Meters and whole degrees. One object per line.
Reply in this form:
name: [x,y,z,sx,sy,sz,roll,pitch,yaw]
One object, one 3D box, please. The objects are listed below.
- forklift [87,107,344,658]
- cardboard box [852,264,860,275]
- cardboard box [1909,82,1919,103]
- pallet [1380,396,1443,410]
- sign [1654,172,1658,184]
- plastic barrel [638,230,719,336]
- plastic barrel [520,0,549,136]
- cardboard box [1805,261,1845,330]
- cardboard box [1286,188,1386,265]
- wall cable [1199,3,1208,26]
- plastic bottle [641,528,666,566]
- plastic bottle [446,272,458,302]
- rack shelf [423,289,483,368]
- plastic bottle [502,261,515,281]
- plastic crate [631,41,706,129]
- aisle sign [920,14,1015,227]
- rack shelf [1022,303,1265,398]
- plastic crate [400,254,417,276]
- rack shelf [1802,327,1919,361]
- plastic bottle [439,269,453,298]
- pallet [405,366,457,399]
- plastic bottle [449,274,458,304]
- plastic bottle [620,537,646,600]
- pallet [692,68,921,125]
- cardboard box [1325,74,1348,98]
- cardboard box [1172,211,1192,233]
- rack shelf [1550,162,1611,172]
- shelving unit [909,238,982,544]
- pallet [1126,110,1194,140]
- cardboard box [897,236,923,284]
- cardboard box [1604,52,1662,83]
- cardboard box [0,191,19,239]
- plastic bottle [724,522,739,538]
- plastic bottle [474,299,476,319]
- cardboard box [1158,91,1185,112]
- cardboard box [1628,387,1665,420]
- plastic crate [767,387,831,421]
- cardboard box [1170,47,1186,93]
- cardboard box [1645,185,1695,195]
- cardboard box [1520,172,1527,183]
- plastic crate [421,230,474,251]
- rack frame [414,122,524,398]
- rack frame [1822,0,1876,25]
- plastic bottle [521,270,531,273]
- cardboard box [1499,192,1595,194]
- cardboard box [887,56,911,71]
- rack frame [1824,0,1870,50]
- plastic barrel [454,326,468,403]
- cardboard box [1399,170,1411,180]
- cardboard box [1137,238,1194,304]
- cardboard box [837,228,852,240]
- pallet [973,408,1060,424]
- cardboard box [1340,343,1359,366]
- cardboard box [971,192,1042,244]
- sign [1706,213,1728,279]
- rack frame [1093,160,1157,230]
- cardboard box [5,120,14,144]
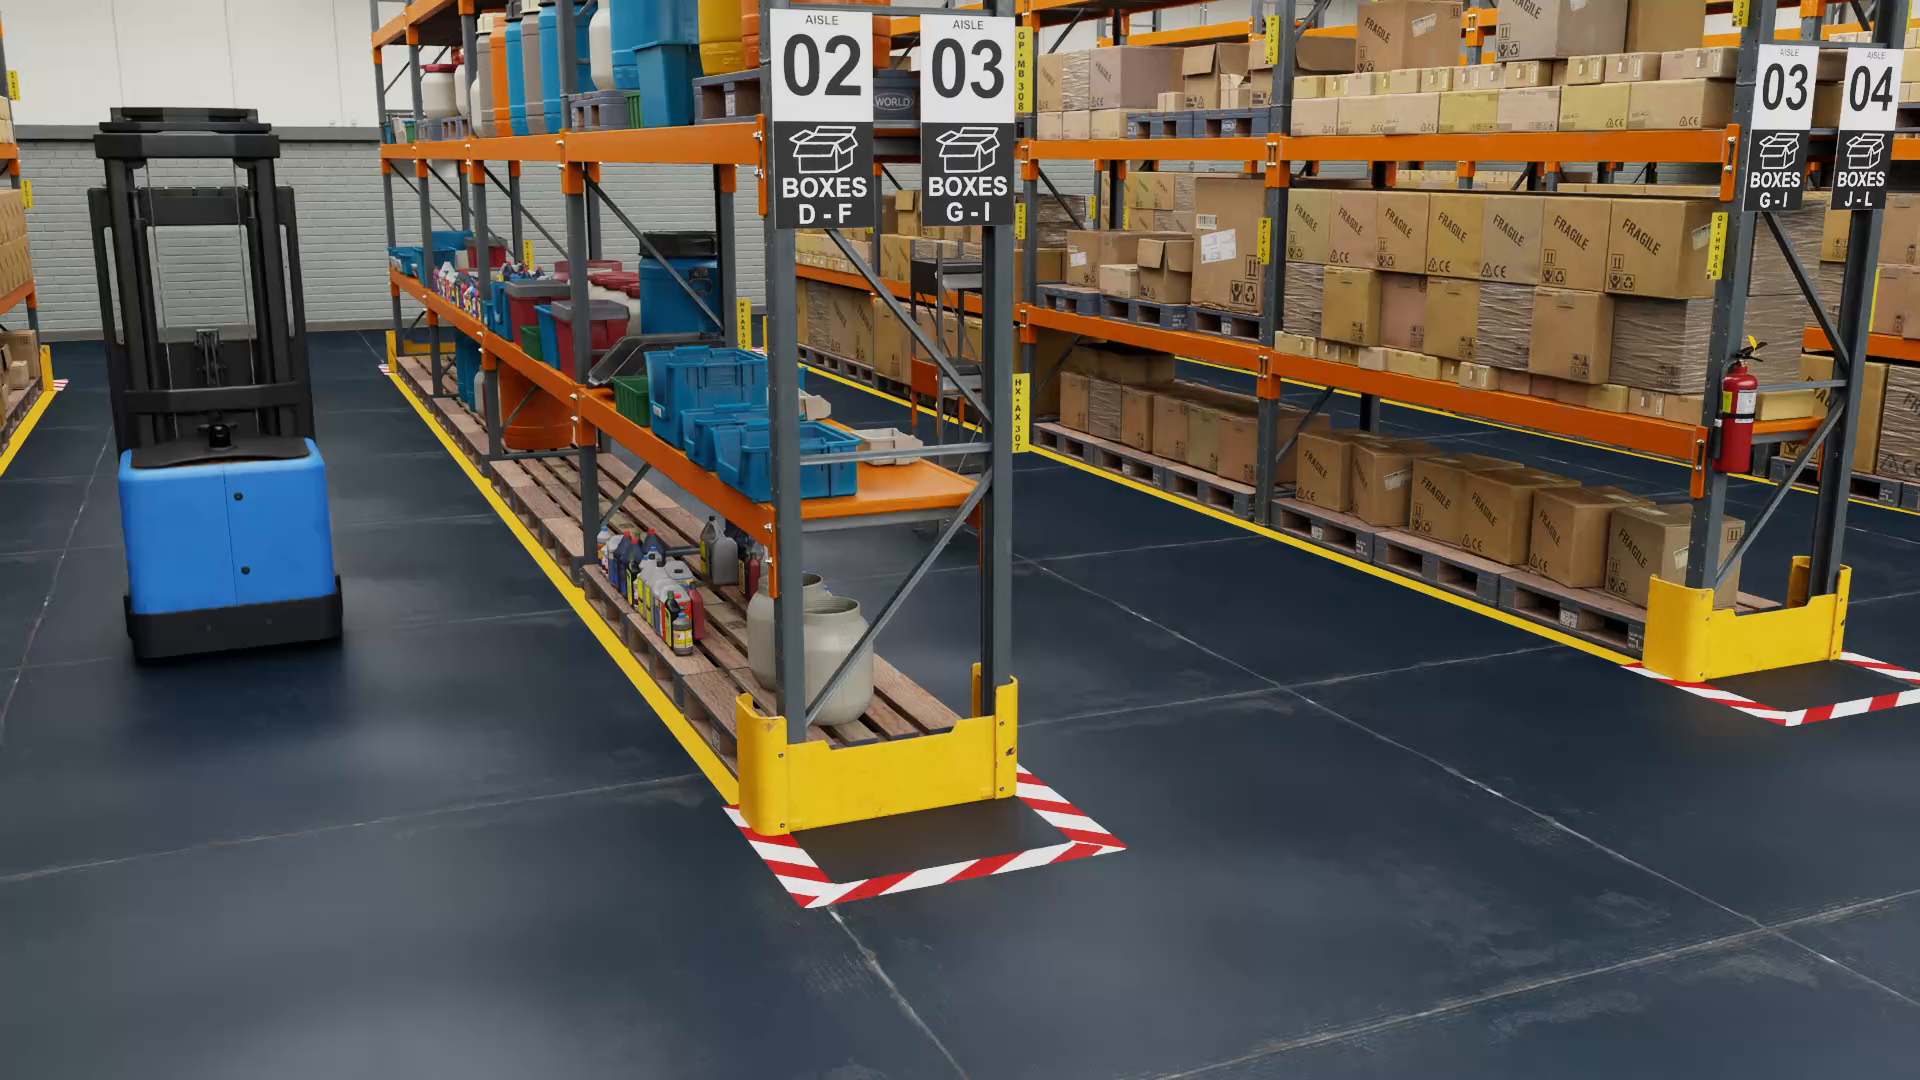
forklift: [-4.529,-1.080,10.036,1.130,2.935,3.031,-6,14,-24]
cardboard box: [-1.061,-3.230,19.729,0.380,0.149,0.250,-5,14,-22]
cardboard box: [7.394,-3.369,12.527,0.380,0.149,0.250,-6,14,-24]
pallet: [5.341,-1.669,18.613,1.003,0.211,1.213,-6,14,-23]
sign: [12.006,-6.200,28.737,0.100,0.325,0.005,-6,14,-23]
plastic barrel: [-1.746,-1.517,10.658,0.600,0.901,0.708,-6,14,-23]
plastic barrel: [-2.533,-3.091,10.810,0.600,0.901,0.600,0,13,0]
cardboard box: [7.414,-2.038,13.689,0.875,0.550,0.550,-6,14,-23]
cardboard box: [2.617,-2.177,11.526,0.500,0.500,0.500,-6,14,-23]
wall cable: [4.406,-9.059,31.055,0.463,3.000,0.029,-6,14,-23]
plastic bottle: [-1.793,0.102,9.675,0.144,0.351,0.185,-6,14,-23]
plastic bottle: [-4.866,-2.436,16.019,0.152,0.276,0.135,-6,14,-23]
rack shelf: [-4.272,-2.054,15.689,1.077,0.370,4.000,-6,14,-23]
plastic bottle: [-4.463,-2.582,16.485,0.144,0.351,0.185,-6,14,-23]
plastic crate: [-1.306,-2.159,7.929,0.392,0.384,0.575,-6,14,-23]
aisle sign: [0.031,-1.617,6.438,0.394,0.787,0.004,-6,14,-23]
rack shelf: [1.869,-1.675,14.051,1.077,0.370,4.000,-6,14,-23]
plastic crate: [-6.230,-3.177,19.184,0.416,0.233,0.300,-6,14,-23]
rack shelf: [8.056,-1.276,12.326,1.077,0.370,4.000,-6,14,-23]
plastic bottle: [-5.090,-2.552,16.519,0.152,0.276,0.135,-6,14,-23]
pallet: [-5.896,-1.860,19.439,1.003,0.211,1.213,-6,14,-23]
plastic bottle: [-4.773,-2.388,15.812,0.152,0.276,0.135,-6,14,-23]
plastic bottle: [-1.850,0.154,9.450,0.144,0.351,0.185,-6,14,-25]
pallet: [-0.508,-1.888,7.141,1.003,0.211,1.213,-6,14,-23]
cardboard box: [2.687,-3.051,11.197,0.380,0.149,0.250,-6,14,-26]
cardboard box: [3.193,-4.171,22.357,0.500,0.500,0.500,-6,14,-23]
rack shelf: [9.347,-4.858,21.151,1.077,0.370,4.000,-6,14,-23]
shelving unit: [-0.066,-1.057,11.781,0.431,2.100,0.503,-6,14,-23]
pallet: [2.102,-3.334,13.385,1.213,0.211,1.003,-6,14,-23]
cardboard box: [-0.377,-3.093,18.358,0.500,0.500,0.500,-6,14,-23]
cardboard box: [3.668,-2.509,8.853,0.380,0.149,0.250,-6,14,-25]
cardboard box: [-10.370,-3.455,17.708,0.500,0.500,0.500,-5,14,-21]
plastic bottle: [-1.346,0.018,10.038,0.144,0.351,0.185,-6,14,-24]
plastic bottle: [-4.146,-2.013,14.356,0.097,0.201,0.097,0,13,0]
cardboard box: [1.827,-3.543,13.460,0.380,0.166,0.250,-6,14,-25]
cardboard box: [3.869,-0.756,9.040,0.380,0.149,0.250,-6,14,-23]
plastic crate: [-0.986,-0.724,8.931,0.530,0.136,0.437,-6,14,-23]
cardboard box: [1.887,-3.908,14.120,0.500,0.500,0.500,-5,14,-22]
cardboard box: [9.099,-4.267,21.213,0.500,0.500,0.500,-6,14,-24]
cardboard box: [8.124,-5.111,23.425,0.380,0.149,0.250,-5,14,-22]
plastic crate: [-6.370,-3.639,20.727,0.616,0.435,0.499,-6,14,-23]
rack frame: [-5.073,-2.818,17.393,1.000,3.000,0.127,-6,14,-23]
rack frame: [10.148,-6.257,18.946,1.000,3.000,0.127,-6,14,-23]
plastic bottle: [-4.271,-2.526,16.405,0.152,0.276,0.135,-6,14,-23]
cardboard box: [3.700,-1.915,10.393,0.500,0.500,0.500,-6,14,-23]
cardboard box: [-0.906,-5.589,19.675,0.500,0.250,0.500,-7,15,-27]
rack frame: [13.092,-7.532,24.457,1.000,3.000,0.127,-6,14,-23]
plastic barrel: [-4.871,-1.886,17.090,0.600,0.901,0.708,-6,14,-23]
cardboard box: [7.001,-5.629,25.659,0.380,0.149,0.250,-5,14,-21]
cardboard box: [1.891,-2.217,13.637,0.797,0.503,0.637,-4,14,-17]
cardboard box: [-1.161,-3.877,19.980,0.500,0.500,0.500,-5,14,-22]
pallet: [0.821,-1.250,16.803,1.003,0.211,1.213,-6,14,-23]
cardboard box: [2.803,-1.266,11.244,0.380,0.149,0.250,-6,14,-23]
cardboard box: [0.531,-3.264,16.873,0.797,0.503,0.637,-5,14,-22]
sign: [3.756,-1.458,8.249,0.100,0.325,0.005,-6,14,-23]
rack frame: [2.448,-4.519,24.742,1.000,3.000,0.127,-6,14,-23]
cardboard box: [-10.768,-4.504,18.357,0.500,0.250,0.500,-6,14,-23]
